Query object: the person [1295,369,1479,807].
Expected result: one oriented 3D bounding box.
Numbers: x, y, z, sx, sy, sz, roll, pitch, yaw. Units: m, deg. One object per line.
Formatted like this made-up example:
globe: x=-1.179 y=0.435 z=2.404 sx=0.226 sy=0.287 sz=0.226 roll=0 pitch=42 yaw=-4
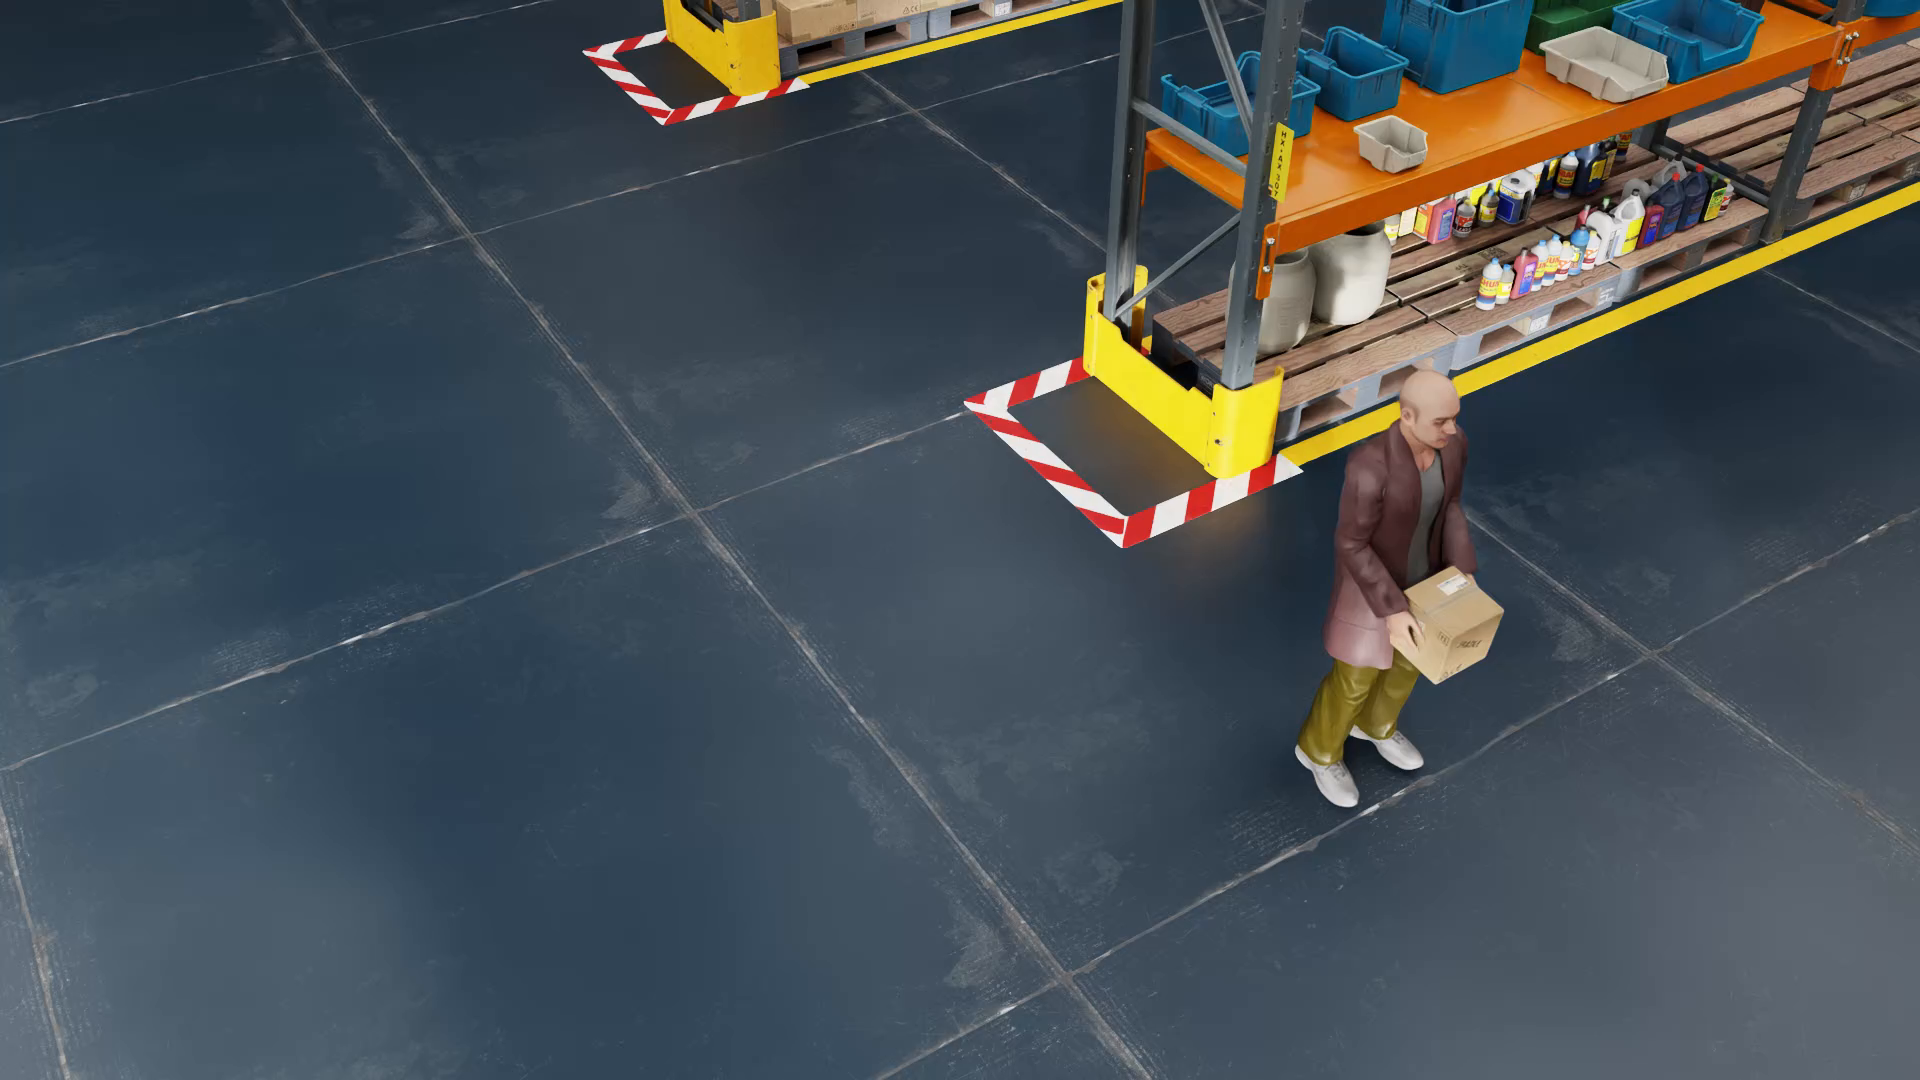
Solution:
person: x=1.573 y=0.185 z=5.943 sx=0.572 sy=1.782 sz=0.479 roll=-23 pitch=45 yaw=-25
